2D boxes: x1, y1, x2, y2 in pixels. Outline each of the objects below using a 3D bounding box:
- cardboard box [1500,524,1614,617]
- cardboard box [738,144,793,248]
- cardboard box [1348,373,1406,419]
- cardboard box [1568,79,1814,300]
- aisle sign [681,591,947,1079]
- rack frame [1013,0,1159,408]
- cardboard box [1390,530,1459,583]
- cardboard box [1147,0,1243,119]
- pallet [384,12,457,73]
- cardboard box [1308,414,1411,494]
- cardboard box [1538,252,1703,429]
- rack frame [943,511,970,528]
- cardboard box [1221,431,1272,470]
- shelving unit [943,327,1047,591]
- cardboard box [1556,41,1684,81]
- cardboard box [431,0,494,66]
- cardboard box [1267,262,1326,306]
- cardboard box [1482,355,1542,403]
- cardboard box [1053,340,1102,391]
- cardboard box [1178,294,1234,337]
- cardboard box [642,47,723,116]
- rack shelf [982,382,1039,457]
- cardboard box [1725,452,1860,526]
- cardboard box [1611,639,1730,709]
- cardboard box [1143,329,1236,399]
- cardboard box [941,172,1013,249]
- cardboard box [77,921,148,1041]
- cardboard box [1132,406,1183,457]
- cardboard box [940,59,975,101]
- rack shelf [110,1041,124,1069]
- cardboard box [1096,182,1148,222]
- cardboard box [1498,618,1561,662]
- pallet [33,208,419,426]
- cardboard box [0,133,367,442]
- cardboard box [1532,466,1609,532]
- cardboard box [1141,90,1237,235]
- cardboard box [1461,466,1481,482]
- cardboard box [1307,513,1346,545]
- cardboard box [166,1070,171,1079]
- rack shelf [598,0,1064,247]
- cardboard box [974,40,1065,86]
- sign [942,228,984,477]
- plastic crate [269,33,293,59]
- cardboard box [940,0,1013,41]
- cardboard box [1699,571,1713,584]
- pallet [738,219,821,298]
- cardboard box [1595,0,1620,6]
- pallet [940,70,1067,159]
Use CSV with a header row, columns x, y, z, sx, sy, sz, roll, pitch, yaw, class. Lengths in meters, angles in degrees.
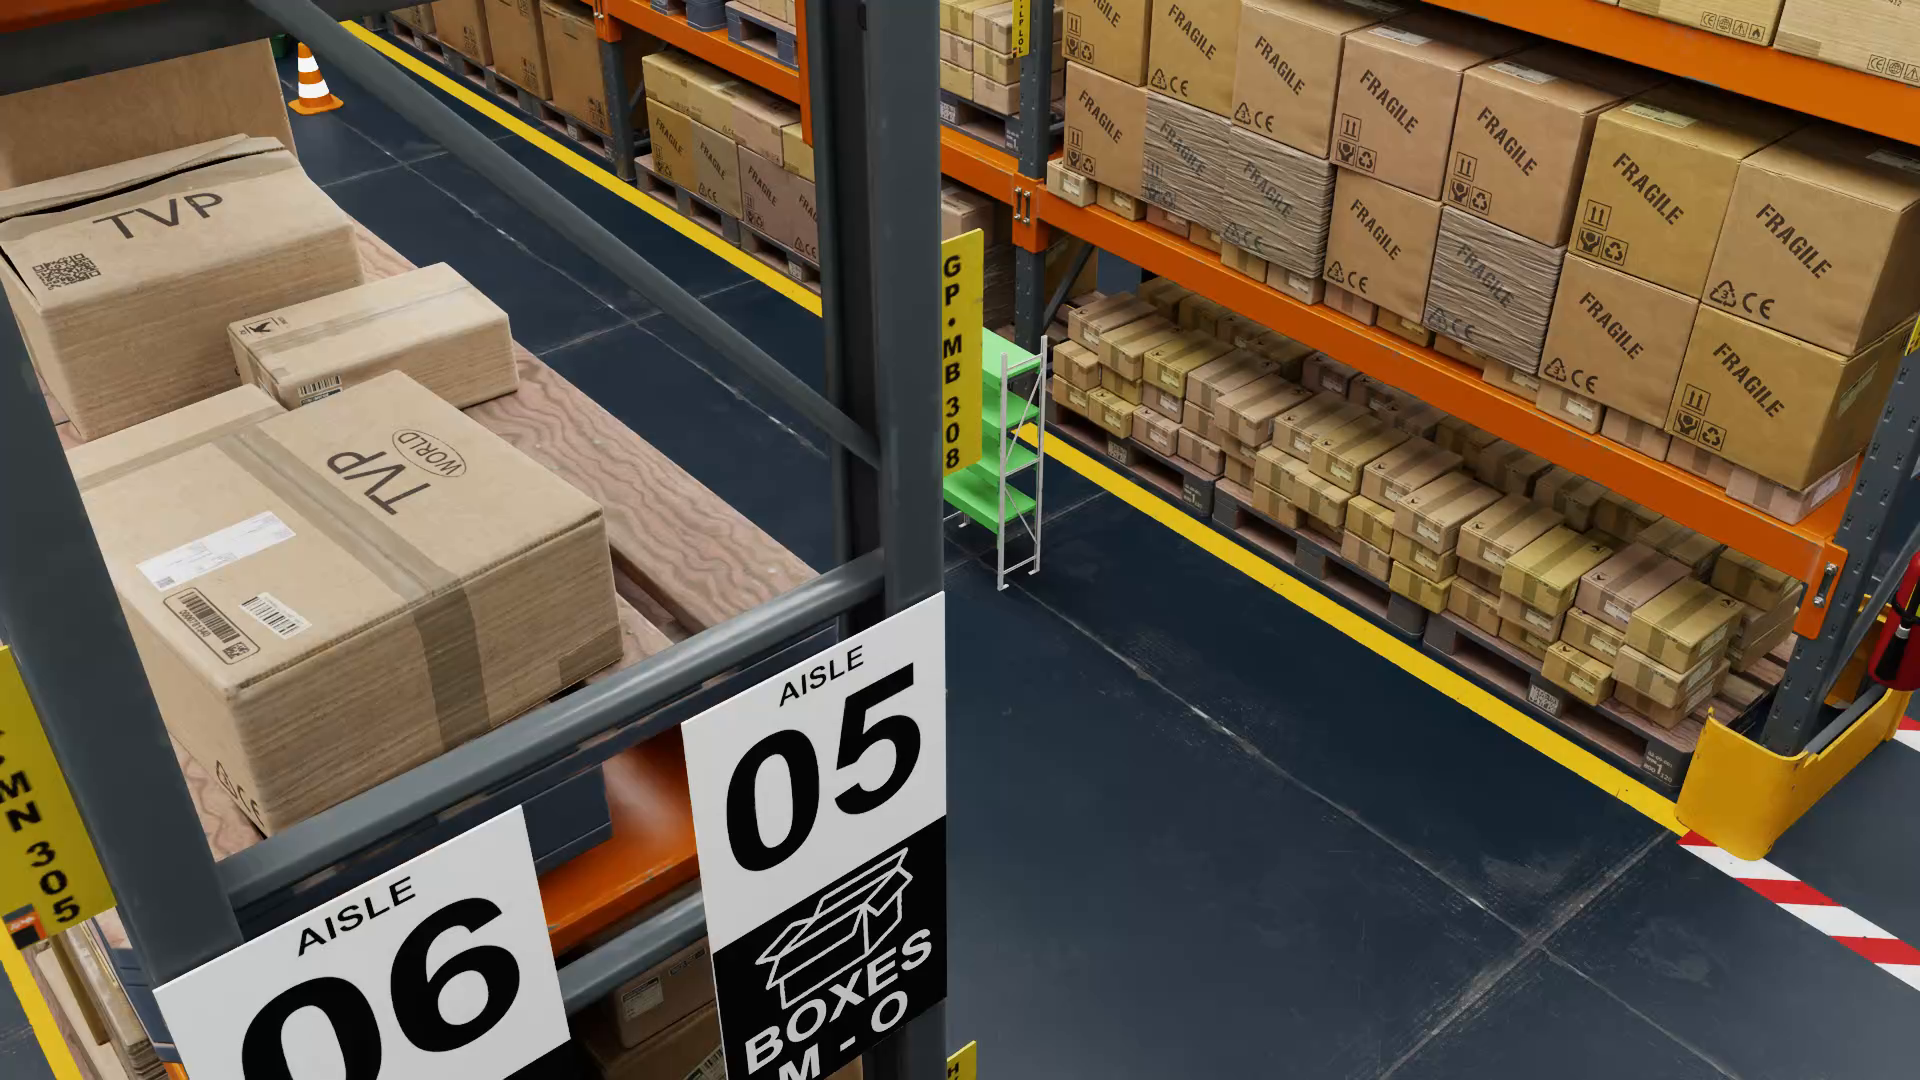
x,y,z,sx,sy,sz,roll,pitch,yaw,class
2.359,0.118,6.577,0.380,0.149,0.250,-27,43,-33,cardboard box
-0.962,-2.123,9.952,0.500,0.500,0.500,-27,43,-33,cardboard box
2.022,-0.701,7.733,0.380,0.149,0.250,-28,44,-33,cardboard box
2.465,-1.196,5.634,0.500,0.500,0.500,-28,44,-33,cardboard box
-0.171,0.461,2.255,0.394,0.787,0.004,-26,43,-32,aisle sign
0.696,-2.059,8.062,1.000,3.000,0.127,-26,43,-32,rack frame
2.037,-0.001,7.002,0.380,0.149,0.250,-25,42,-31,cardboard box
1.147,-2.116,6.933,0.500,0.500,0.500,-27,44,-33,cardboard box
-3.912,-4.140,13.413,1.003,0.211,1.213,-26,43,-32,pallet
1.749,-0.381,7.281,0.380,0.149,0.250,-26,43,-32,cardboard box
2.462,-0.787,5.921,0.500,0.500,0.500,-27,43,-32,cardboard box
-0.051,-0.524,7.452,0.240,1.200,0.015,-26,43,-32,rack frame
1.433,-0.486,7.687,0.380,0.149,0.250,-24,42,-30,cardboard box
0.107,-0.417,7.300,0.258,1.200,0.503,-26,43,-32,shelving unit
2.541,-1.619,6.231,0.500,0.500,0.500,-27,43,-33,cardboard box
-3.378,-4.176,12.635,1.050,0.750,0.750,-26,43,-32,cardboard box
1.515,-1.146,6.990,0.380,0.149,0.250,-24,42,-30,cardboard box
2.215,-0.689,6.345,0.380,0.149,0.250,-28,44,-34,cardboard box
0.685,-0.909,8.284,0.380,0.149,0.250,-24,42,-30,cardboard box
1.319,-1.151,8.369,0.380,0.149,0.250,-25,43,-31,cardboard box
-1.626,-2.887,10.382,0.500,0.250,0.500,-28,44,-34,cardboard box
0.107,-0.560,7.198,0.258,0.148,0.480,-26,43,-32,rack shelf
2.850,-0.229,5.695,0.380,0.149,0.250,-26,43,-32,cardboard box
2.718,0.451,6.363,0.380,0.149,0.250,-27,44,-33,cardboard box
1.093,-0.843,7.934,0.380,0.149,0.250,-27,43,-32,cardboard box
0.022,-1.751,8.777,0.500,0.250,0.500,-27,44,-33,cardboard box
-1.237,0.615,2.773,0.380,0.149,0.250,-26,43,-32,cardboard box
1.057,-0.578,8.074,0.380,0.149,0.250,-26,43,-32,cardboard box
0.120,-2.344,8.318,0.380,0.149,0.250,-26,43,-32,cardboard box
-1.730,1.009,4.353,1.077,0.370,4.000,-26,43,-32,rack shelf
0.852,-1.623,7.663,0.380,0.149,0.250,-25,42,-31,cardboard box
2.430,0.320,6.806,0.380,0.149,0.250,-26,43,-32,cardboard box
-1.718,-0.452,3.275,1.003,0.211,1.213,-26,43,-32,pallet
-1.367,-0.481,2.866,0.500,0.311,0.500,-25,42,-31,cardboard box
2.640,-0.216,7.048,0.380,0.149,0.250,-28,44,-34,cardboard box
1.147,-1.692,7.201,0.500,0.500,0.500,-26,43,-32,cardboard box
2.243,-0.306,7.433,0.380,0.149,0.250,-24,42,-30,cardboard box
1.781,-0.141,7.457,0.380,0.149,0.250,-25,42,-31,cardboard box
-0.932,1.025,2.755,0.500,0.500,0.500,-25,42,-30,cardboard box
-0.595,-2.648,9.516,1.077,0.370,4.000,-26,43,-32,rack shelf
0.288,-2.351,8.071,0.380,0.149,0.250,-25,42,-30,cardboard box
-0.012,-0.219,2.044,0.100,0.325,0.005,-26,43,-32,sign
-5.580,-4.055,13.263,0.450,0.188,0.662,2,34,-14,plastic crate
0.113,-2.593,8.155,0.380,0.149,0.250,-27,44,-33,cardboard box
3.001,0.109,6.847,0.380,0.149,0.250,-26,43,-32,cardboard box
-0.600,-1.803,10.113,1.003,0.211,1.213,-26,43,-32,pallet
2.137,-2.004,5.519,0.500,0.250,0.500,-24,42,-30,cardboard box
0.313,-2.372,8.670,1.003,0.211,1.213,-26,43,-32,pallet
